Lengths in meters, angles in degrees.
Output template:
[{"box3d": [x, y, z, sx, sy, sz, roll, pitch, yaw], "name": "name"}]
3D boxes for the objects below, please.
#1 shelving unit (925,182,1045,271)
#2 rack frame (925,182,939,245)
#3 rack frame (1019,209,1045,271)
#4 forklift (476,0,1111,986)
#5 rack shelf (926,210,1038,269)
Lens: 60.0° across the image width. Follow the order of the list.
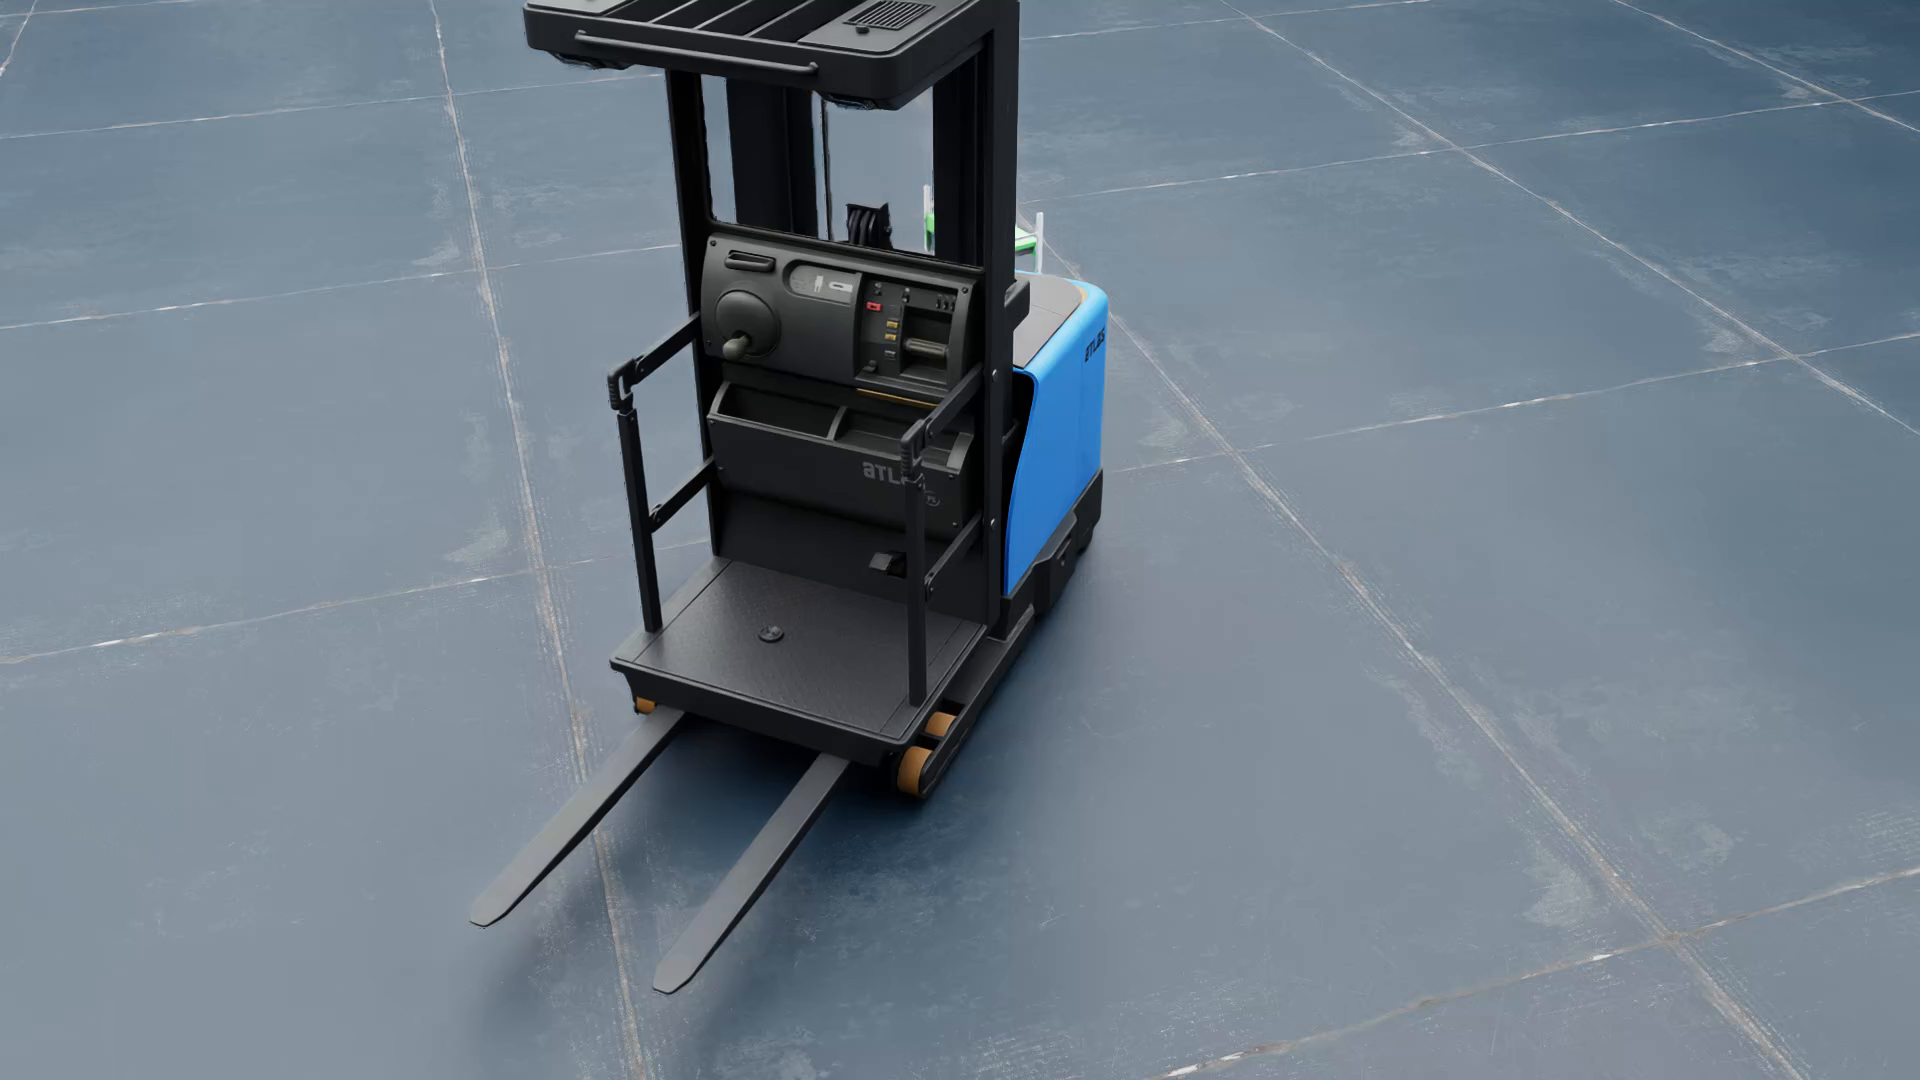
[{"box3d": [0.097, -0.875, 6.985, 0.258, 1.200, 0.503, -20, 38, -27], "name": "shelving unit"}, {"box3d": [-0.037, -0.987, 7.155, 0.240, 1.200, 0.015, -20, 38, -27], "name": "rack frame"}, {"box3d": [0.231, -0.762, 6.815, 0.240, 1.200, 0.015, -20, 38, -27], "name": "rack frame"}, {"box3d": [-0.468, -0.666, 5.099, 1.130, 2.935, 3.031, 14, 36, 20], "name": "forklift"}, {"box3d": [0.097, -1.222, 6.756, 0.258, 0.148, 0.480, -20, 38, -27], "name": "rack shelf"}]
